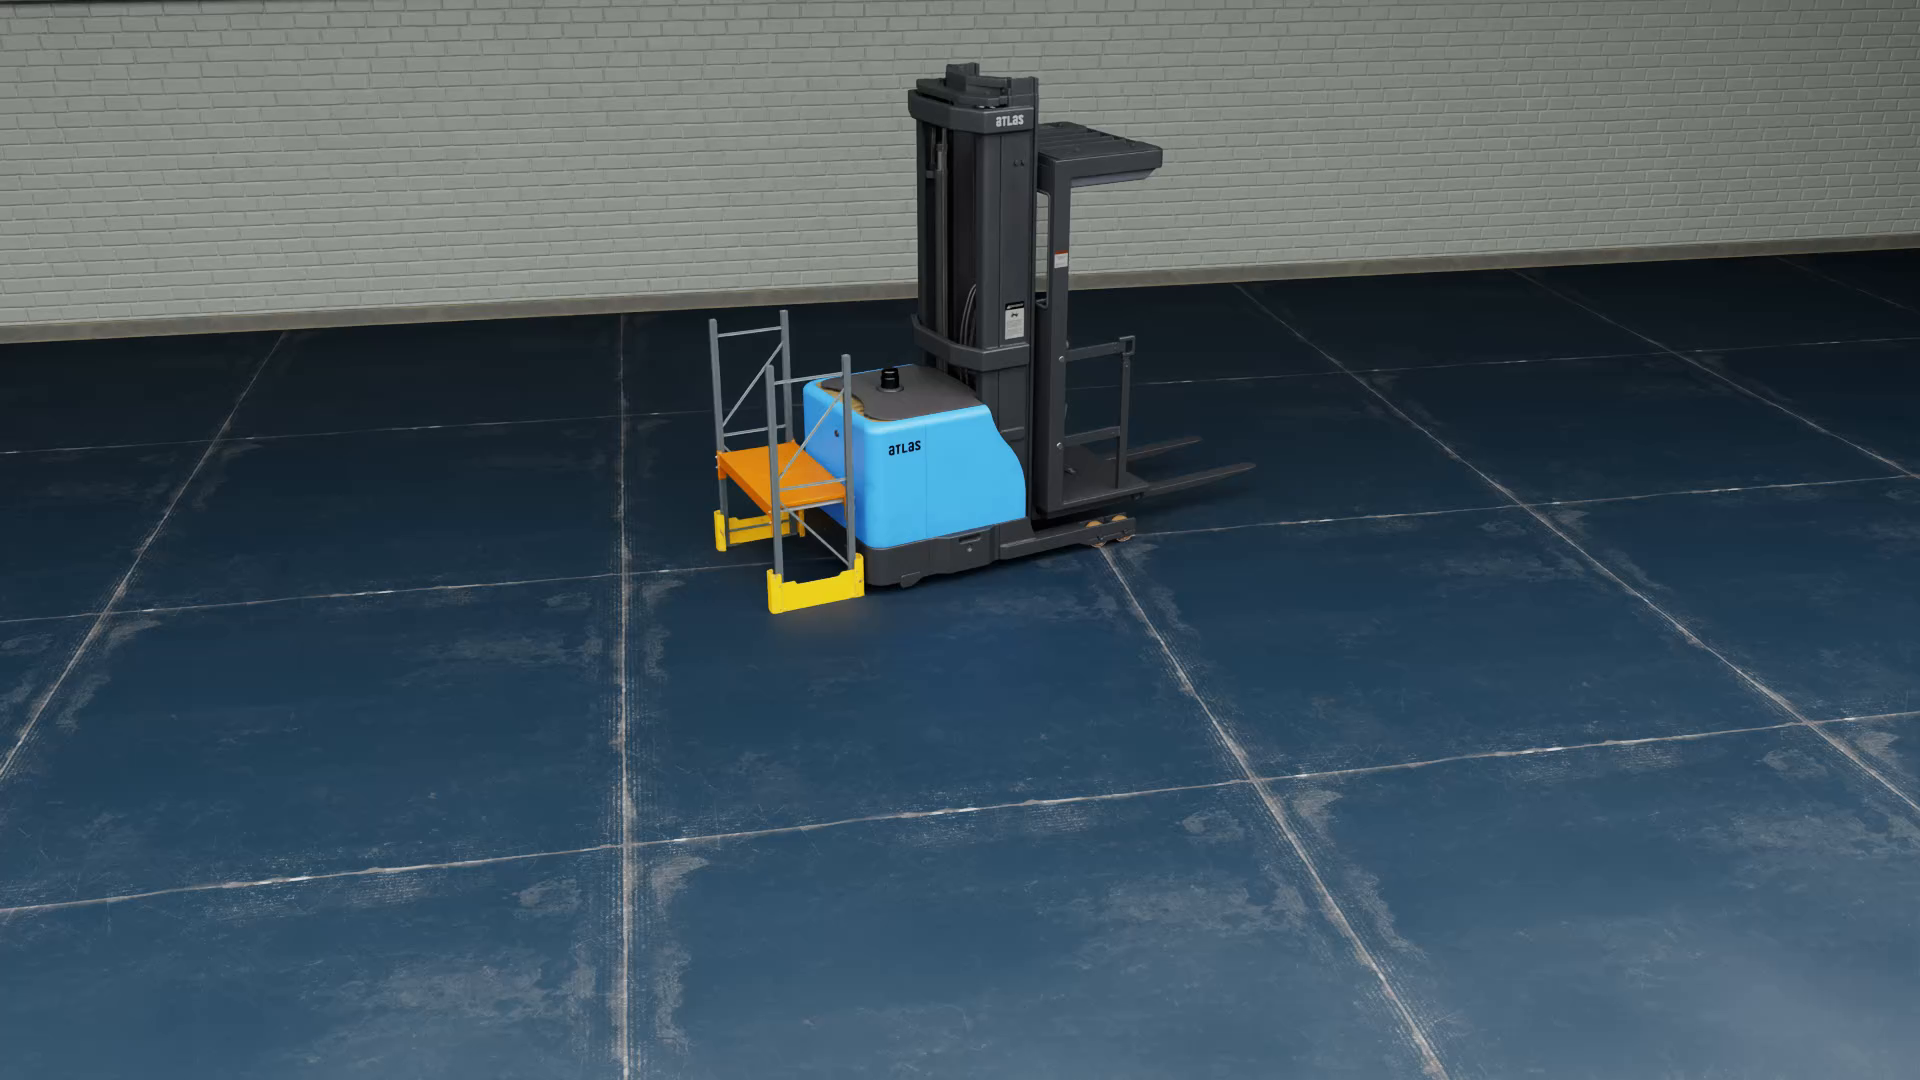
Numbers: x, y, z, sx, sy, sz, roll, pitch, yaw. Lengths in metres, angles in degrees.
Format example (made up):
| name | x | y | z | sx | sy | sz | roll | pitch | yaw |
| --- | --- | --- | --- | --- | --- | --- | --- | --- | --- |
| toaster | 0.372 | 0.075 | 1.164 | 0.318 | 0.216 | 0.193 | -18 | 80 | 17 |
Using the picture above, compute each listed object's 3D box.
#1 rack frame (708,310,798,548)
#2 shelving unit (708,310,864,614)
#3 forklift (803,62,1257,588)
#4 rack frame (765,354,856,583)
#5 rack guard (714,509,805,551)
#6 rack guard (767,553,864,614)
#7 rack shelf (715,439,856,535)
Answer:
| name | x | y | z | sx | sy | sz | roll | pitch | yaw |
| --- | --- | --- | --- | --- | --- | --- | --- | --- | --- |
| rack frame | -1.290 | -0.684 | 10.442 | 0.500 | 1.500 | 0.032 | -11 | 26 | -23 |
| shelving unit | -1.067 | -0.497 | 10.014 | 0.587 | 1.500 | 1.083 | -11 | 26 | -23 |
| forklift | 0.550 | -1.466 | 10.446 | 3.031 | 2.935 | 1.130 | -13 | 27 | -27 |
| rack frame | -0.851 | -0.317 | 9.602 | 0.500 | 1.500 | 0.032 | -11 | 26 | -23 |
| rack guard | -1.282 | -0.104 | 10.676 | 0.587 | 0.250 | 0.087 | -11 | 26 | -23 |
| rack guard | -0.852 | 0.255 | 9.853 | 0.587 | 0.250 | 0.087 | -11 | 26 | -23 |
| rack shelf | -1.071 | -0.336 | 10.094 | 0.538 | 0.185 | 1.000 | -11 | 26 | -23 |
